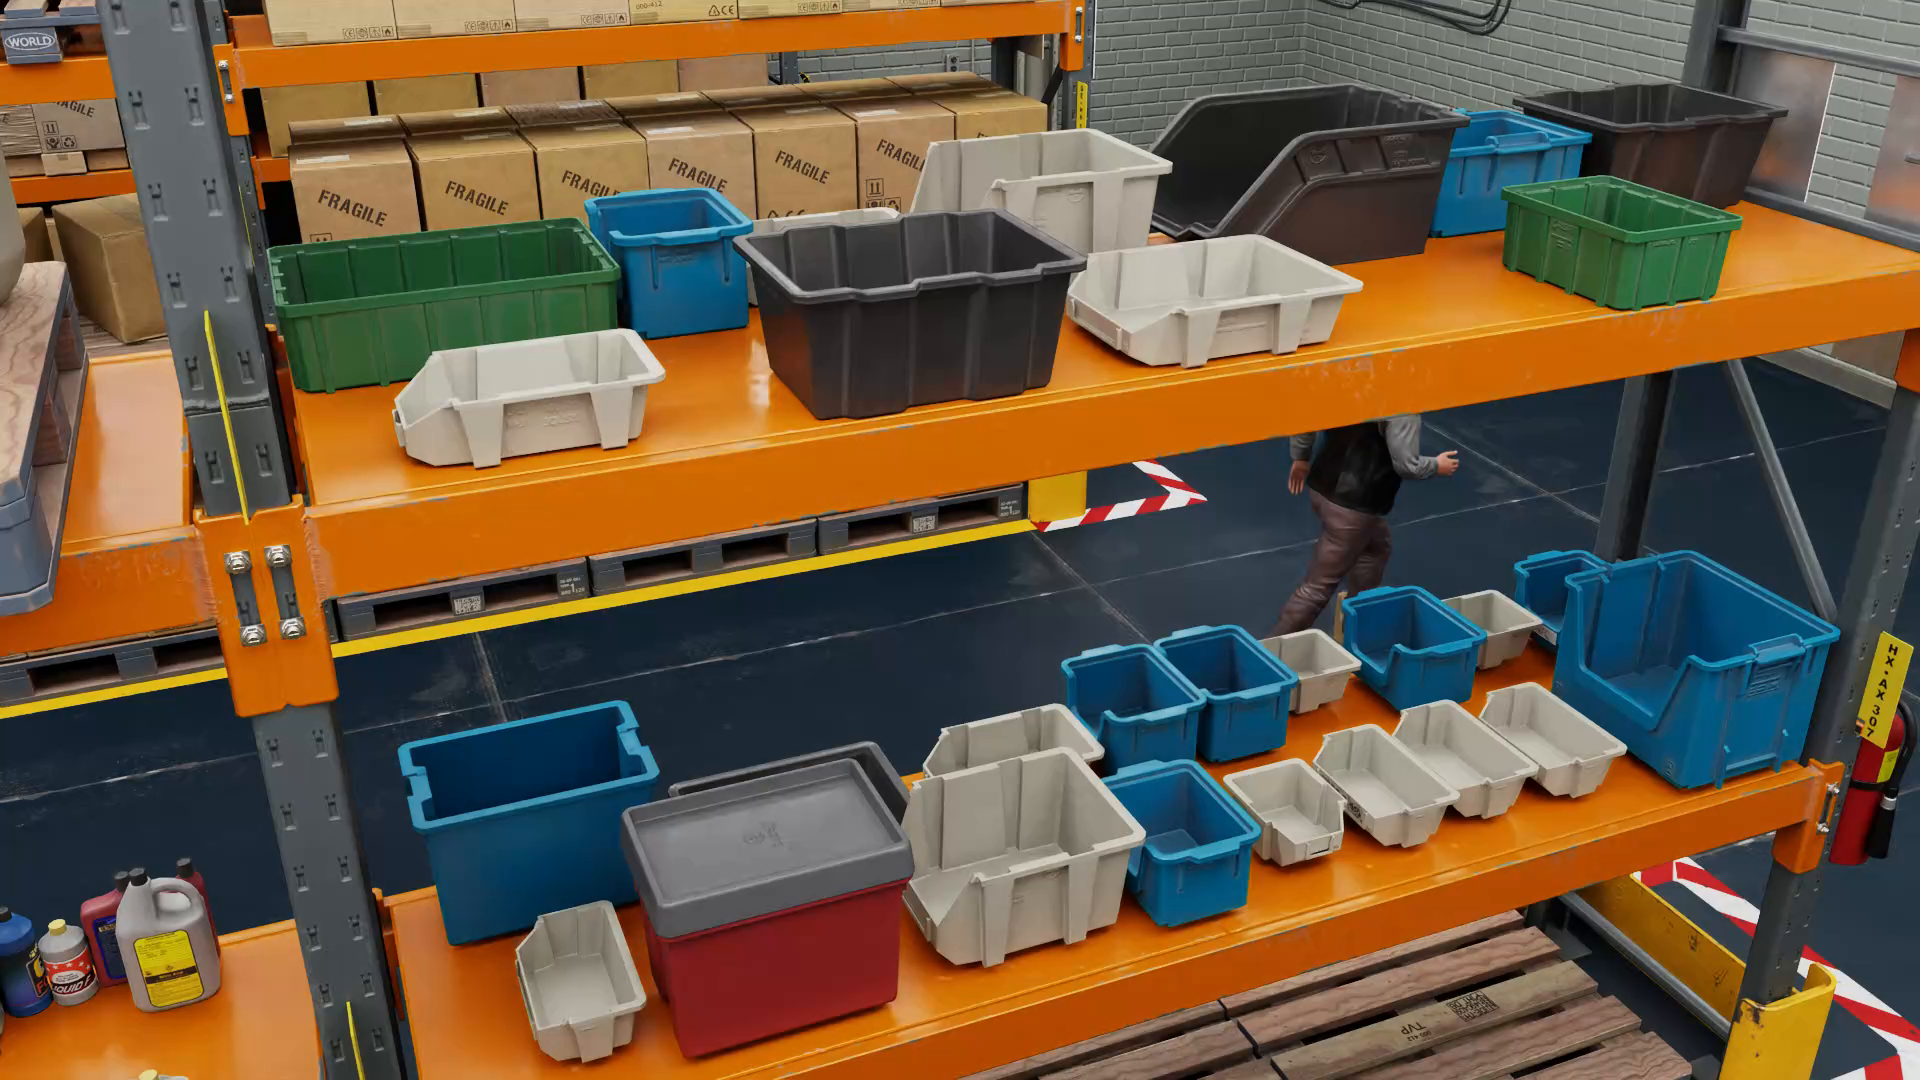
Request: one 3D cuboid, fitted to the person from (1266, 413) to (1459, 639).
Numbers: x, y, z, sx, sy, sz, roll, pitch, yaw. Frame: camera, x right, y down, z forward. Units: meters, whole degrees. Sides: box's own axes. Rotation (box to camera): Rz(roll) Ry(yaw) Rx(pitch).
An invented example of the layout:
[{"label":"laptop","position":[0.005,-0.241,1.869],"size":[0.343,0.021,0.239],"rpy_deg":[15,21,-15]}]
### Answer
[{"label":"person","position":[1.778,-0.183,7.579],"size":[0.936,1.637,0.663],"rpy_deg":[-7,27,-14]}]
